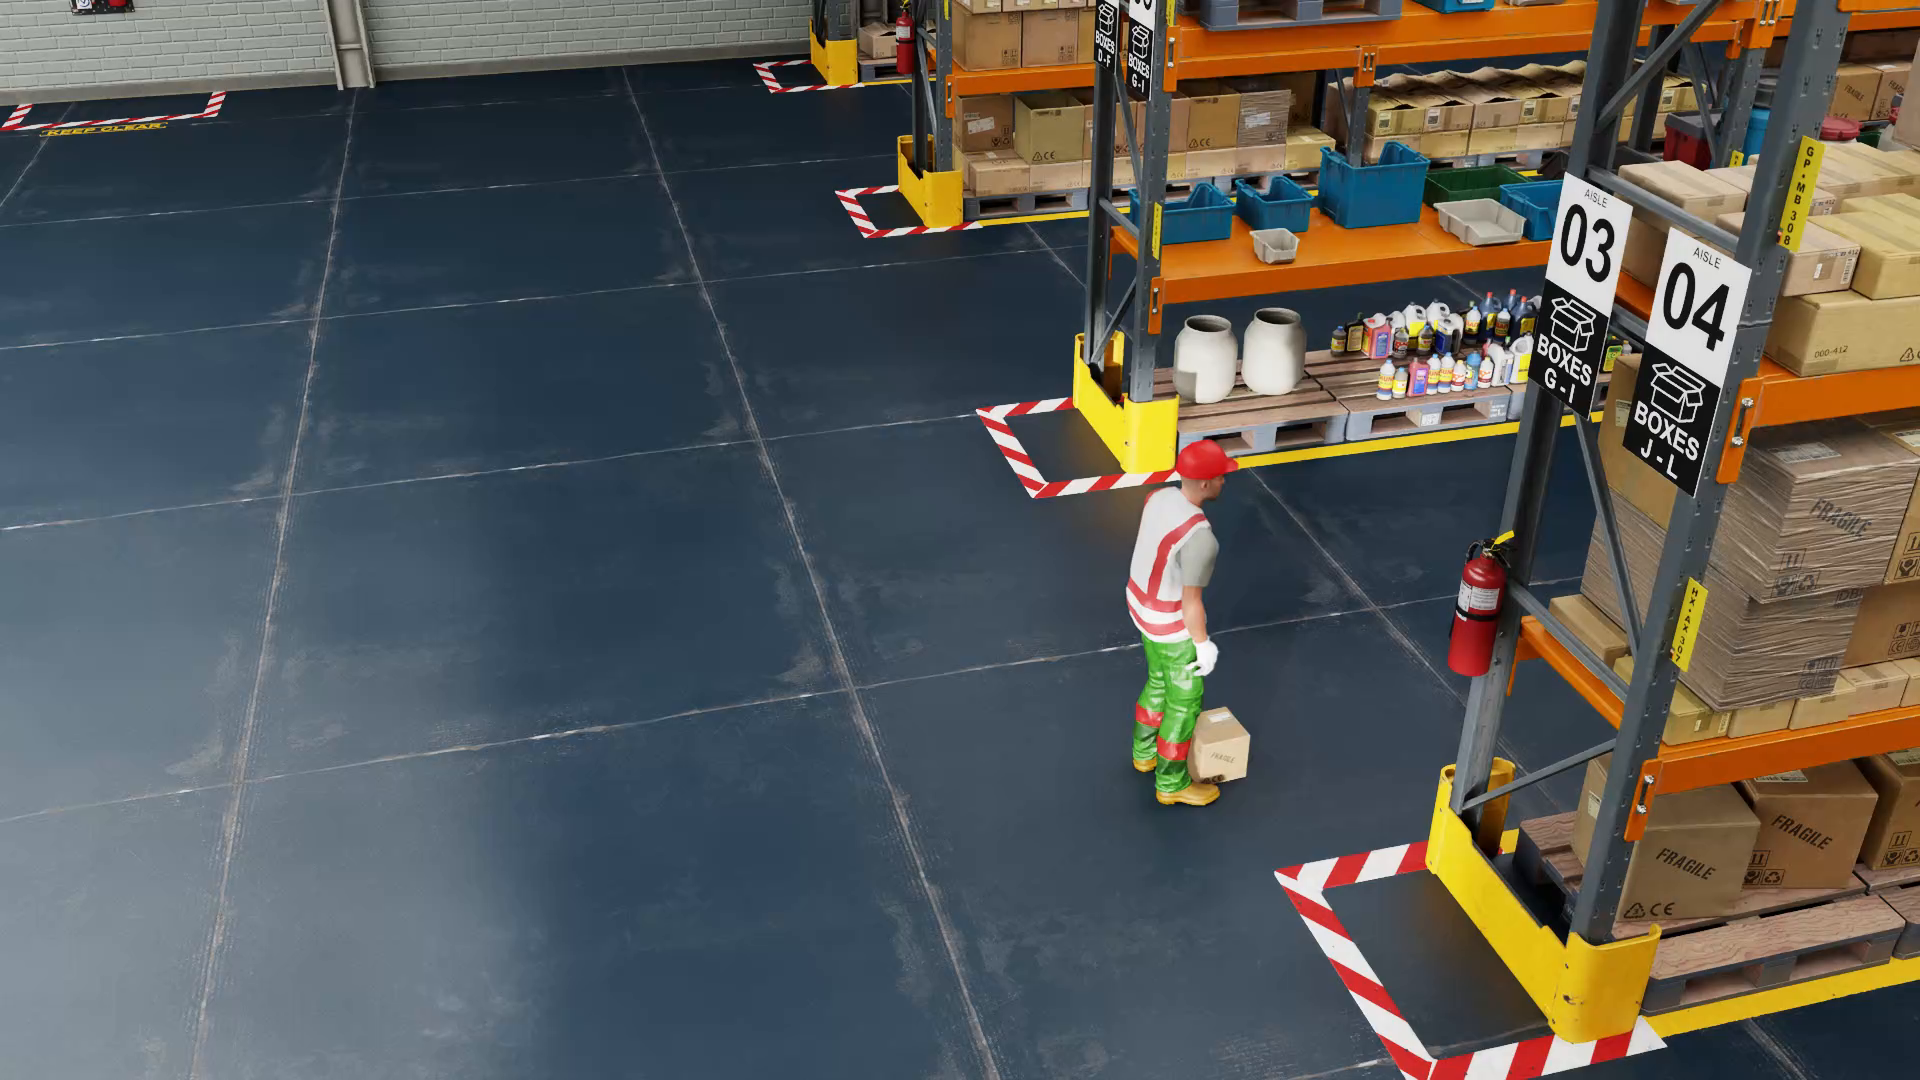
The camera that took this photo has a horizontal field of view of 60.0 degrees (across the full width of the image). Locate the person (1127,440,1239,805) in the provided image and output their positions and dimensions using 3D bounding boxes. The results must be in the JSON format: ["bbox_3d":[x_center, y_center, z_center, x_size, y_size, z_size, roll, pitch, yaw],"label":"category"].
[{"bbox_3d":[1.003,0.365,7.593,0.452,1.779,0.608,-8,31,-13],"label":"person"}]
